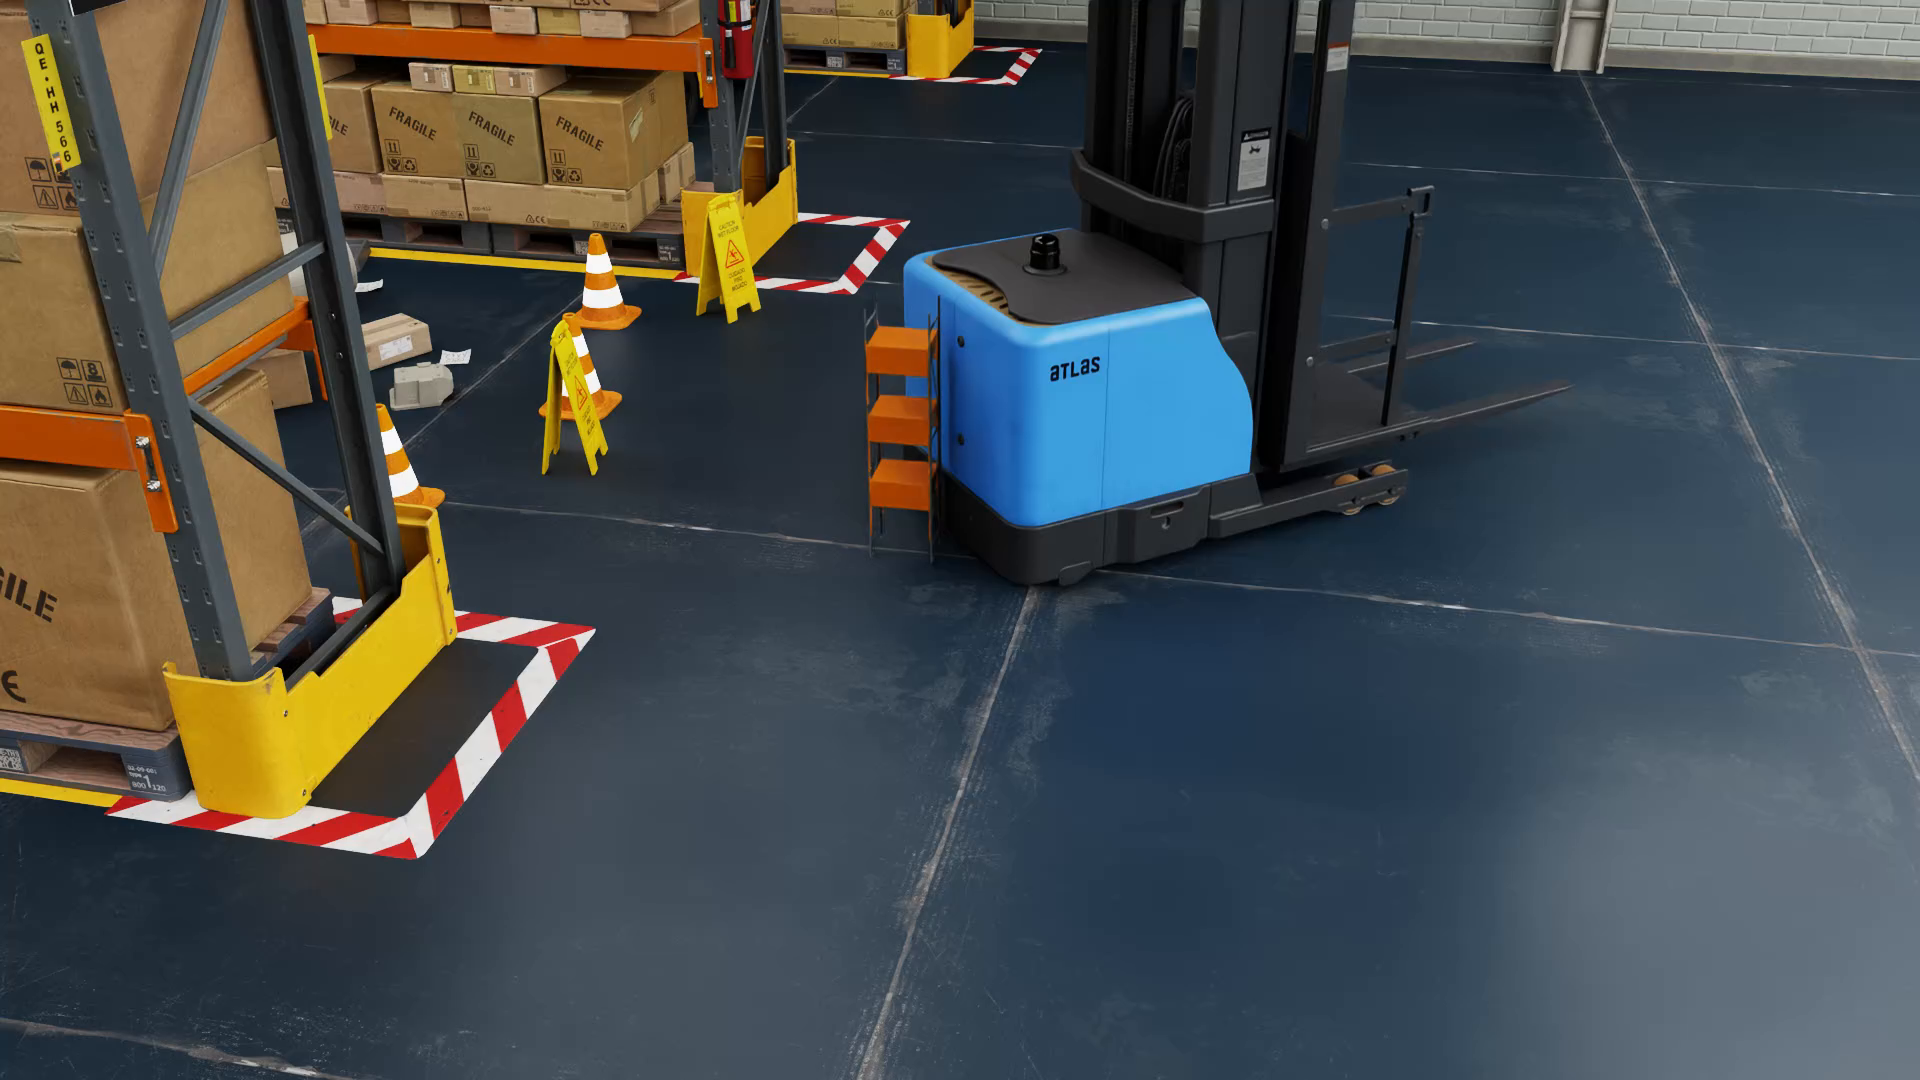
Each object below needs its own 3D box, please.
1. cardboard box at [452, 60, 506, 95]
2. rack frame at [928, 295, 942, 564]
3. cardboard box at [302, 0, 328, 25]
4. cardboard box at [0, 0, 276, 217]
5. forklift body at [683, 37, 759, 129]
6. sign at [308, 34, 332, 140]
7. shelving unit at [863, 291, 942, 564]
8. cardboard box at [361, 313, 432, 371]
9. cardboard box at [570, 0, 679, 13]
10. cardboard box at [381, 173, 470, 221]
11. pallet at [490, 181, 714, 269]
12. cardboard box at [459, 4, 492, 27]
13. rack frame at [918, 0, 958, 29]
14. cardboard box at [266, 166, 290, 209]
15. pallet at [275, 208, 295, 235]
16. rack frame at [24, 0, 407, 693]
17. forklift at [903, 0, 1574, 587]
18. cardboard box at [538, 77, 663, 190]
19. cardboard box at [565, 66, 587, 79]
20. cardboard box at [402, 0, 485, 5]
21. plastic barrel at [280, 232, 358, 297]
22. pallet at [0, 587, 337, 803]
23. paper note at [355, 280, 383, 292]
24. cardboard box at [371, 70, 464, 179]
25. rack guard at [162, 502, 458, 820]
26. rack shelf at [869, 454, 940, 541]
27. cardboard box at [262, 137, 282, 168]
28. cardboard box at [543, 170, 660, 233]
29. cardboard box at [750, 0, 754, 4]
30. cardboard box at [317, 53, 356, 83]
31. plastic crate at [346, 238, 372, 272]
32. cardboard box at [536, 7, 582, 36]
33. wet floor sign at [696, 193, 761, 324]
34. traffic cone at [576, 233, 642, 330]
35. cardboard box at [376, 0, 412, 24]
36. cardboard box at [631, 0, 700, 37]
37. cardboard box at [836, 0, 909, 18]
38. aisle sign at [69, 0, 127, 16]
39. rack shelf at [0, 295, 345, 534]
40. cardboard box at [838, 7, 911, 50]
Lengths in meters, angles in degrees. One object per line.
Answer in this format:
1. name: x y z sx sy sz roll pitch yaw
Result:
1. cardboard box: -2.671 -2.652 9.440 0.250 0.149 0.380 6 29 11
2. rack frame: -0.096 -0.412 6.409 0.008 1.050 0.200 5 29 9
3. cardboard box: -3.636 -3.047 9.453 0.250 0.149 0.380 6 29 11
4. cardboard box: -2.504 -1.331 4.777 0.550 0.550 0.875 6 29 11
5. forklift body: -2.417 -4.363 12.480 1.214 2.155 2.313 6 29 11
6. sign: -2.028 -1.410 5.219 0.005 0.325 0.100 6 29 11
7. shelving unit: -0.216 -0.422 6.428 0.252 1.050 0.215 5 29 9
8. cardboard box: -2.918 -1.003 8.427 0.250 0.149 0.380 23 36 36
9. cardboard box: -1.803 -3.170 9.003 0.500 0.500 0.500 5 29 10
10. cardboard box: -3.079 -2.109 9.905 0.500 0.250 0.500 5 29 9
11. pallet: -2.076 -1.953 10.098 1.213 0.211 1.003 6 29 11
12. cardboard box: -2.621 -3.010 9.386 0.250 0.149 0.380 6 29 11
13. rack frame: -0.182 -5.402 13.494 0.127 3.000 1.000 6 29 11
14. cardboard box: -4.081 -2.216 10.100 0.500 0.250 0.500 8 30 13
15. pallet: -4.462 -2.198 10.545 1.213 0.211 1.003 6 29 11
16. rack frame: -2.149 -0.736 4.971 0.127 3.000 1.000 6 29 11
17. forklift: 1.308 -1.599 6.618 3.031 2.935 1.130 -14 32 -24
18. cardboard box: -2.053 -2.336 9.538 0.500 0.500 0.500 6 29 11
19. cardboard box: -2.481 -2.641 10.096 0.500 0.500 0.500 5 29 9
20. cardboard box: -2.780 -3.274 9.193 0.500 0.500 0.500 6 29 10
21. plastic barrel: -3.551 -1.437 8.934 0.512 0.421 0.421 -21 35 -33
22. pallet: -2.948 0.444 5.720 1.213 0.211 1.003 6 29 11
23. paper note: -3.320 -1.427 9.325 0.148 0.019 0.142 -4 29 -7
24. cardboard box: -3.056 -2.440 9.729 0.500 0.500 0.500 5 29 9
25. rack guard: -2.126 0.363 5.567 0.348 0.500 1.175 6 29 11
26. rack shelf: -0.216 -0.169 6.567 0.240 0.259 0.215 5 29 9
27. cardboard box: -4.080 -2.545 9.920 0.500 0.500 0.500 7 29 13
28. cardboard box: -2.085 -2.006 9.716 0.500 0.250 0.500 6 29 10
29. cardboard box: -1.720 -4.599 13.932 0.500 0.250 0.500 5 29 9
30. cardboard box: -3.729 -2.760 9.638 0.250 0.149 0.380 8 30 13
31. plastic crate: -3.762 -1.649 9.678 0.583 0.080 0.402 -4 29 -7
32. cardboard box: -2.142 -2.907 9.197 0.250 0.149 0.380 5 29 10
33. wet floor sign: -1.252 -1.516 8.848 0.232 0.644 0.267 17 33 28
34. traffic cone: -1.904 -1.395 8.817 0.334 0.463 0.336 6 29 11
35. cardboard box: -3.116 -3.060 9.477 0.250 0.149 0.380 6 29 11
36. cardboard box: -1.625 -2.898 9.181 0.250 0.149 0.380 7 29 12
37. cardboard box: -0.723 -4.502 13.754 0.500 0.250 0.500 5 29 10
38. aisle sign: -2.143 -1.728 4.076 0.004 0.787 0.394 6 29 11
39. rack shelf: -4.105 -0.621 5.510 4.000 0.370 1.077 6 29 11
40. cardboard box: -0.707 -4.279 13.868 0.500 0.250 0.500 6 29 11
